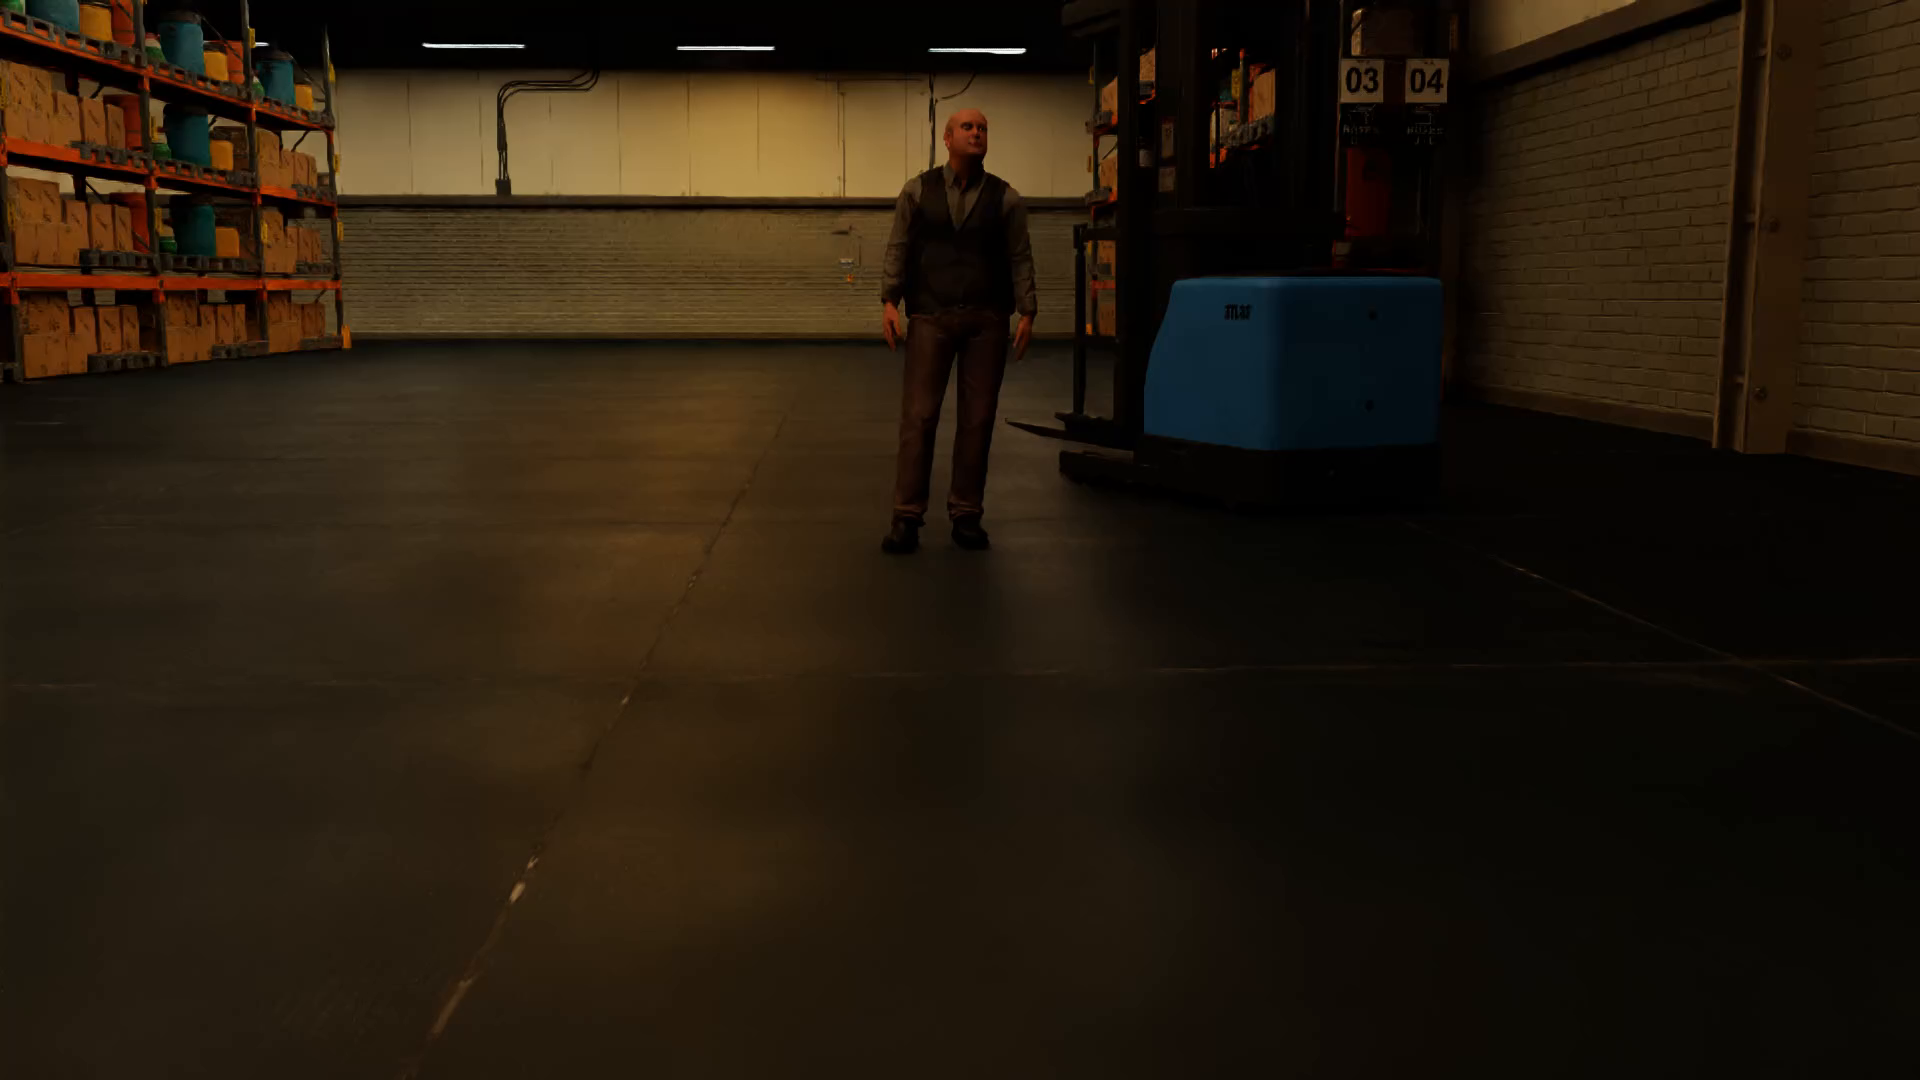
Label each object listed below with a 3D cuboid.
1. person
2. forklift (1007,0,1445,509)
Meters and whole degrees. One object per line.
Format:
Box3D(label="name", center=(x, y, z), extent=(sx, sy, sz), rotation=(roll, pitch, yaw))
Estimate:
Box3D(label="person", center=(-0.004, -0.849, 6.620), extent=(0.632, 1.720, 0.567), rotation=(-1, 8, -4))
Box3D(label="forklift", center=(1.199, -1.766, 8.727), extent=(1.130, 2.935, 3.031), rotation=(-4, 9, -23))
